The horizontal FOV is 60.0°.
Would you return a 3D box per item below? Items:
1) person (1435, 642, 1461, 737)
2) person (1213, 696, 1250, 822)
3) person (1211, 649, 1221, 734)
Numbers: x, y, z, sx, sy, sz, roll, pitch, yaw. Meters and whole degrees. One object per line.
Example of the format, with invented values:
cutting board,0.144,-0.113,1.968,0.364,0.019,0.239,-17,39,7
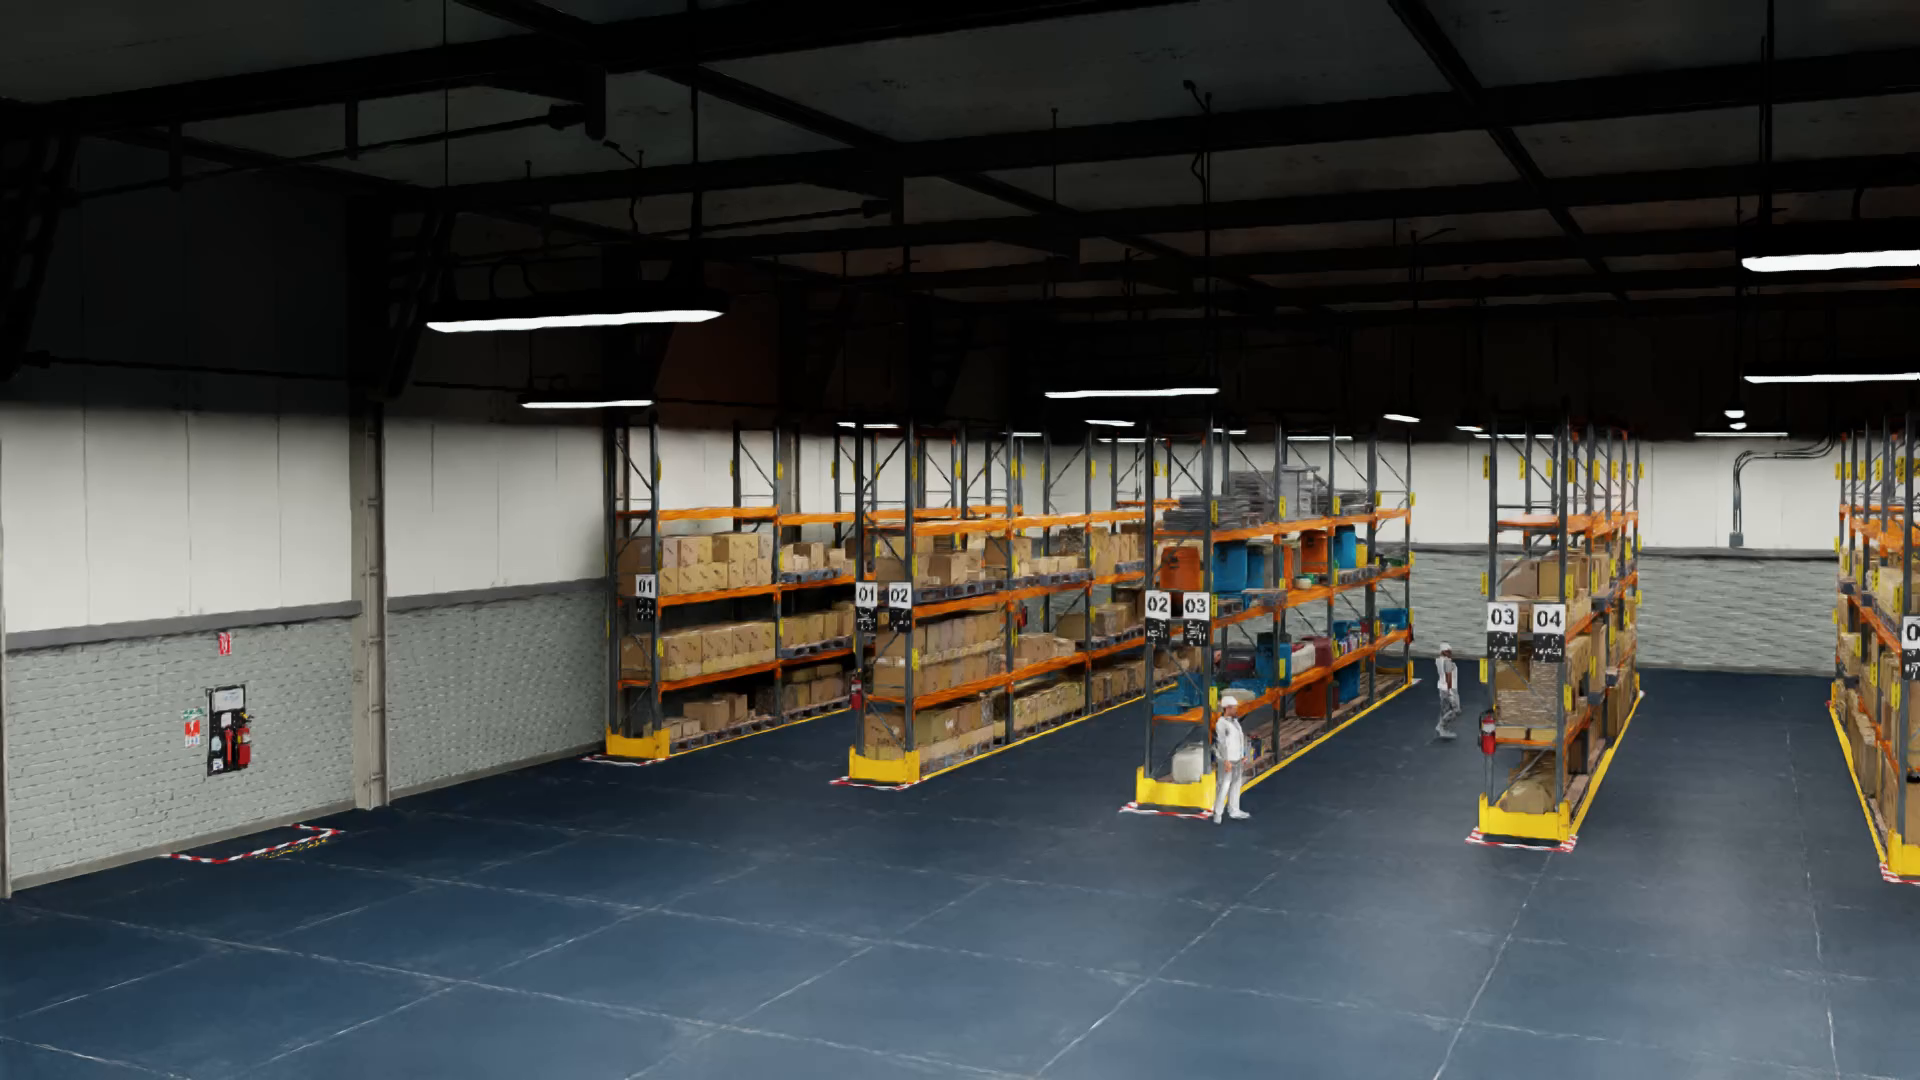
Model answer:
person,9.097,2.799,31.133,0.447,1.780,0.600,0,2,-3
person,3.840,3.104,23.673,0.388,1.767,0.681,2,3,36
person,4.846,2.866,31.067,0.677,1.674,0.534,1,3,24
